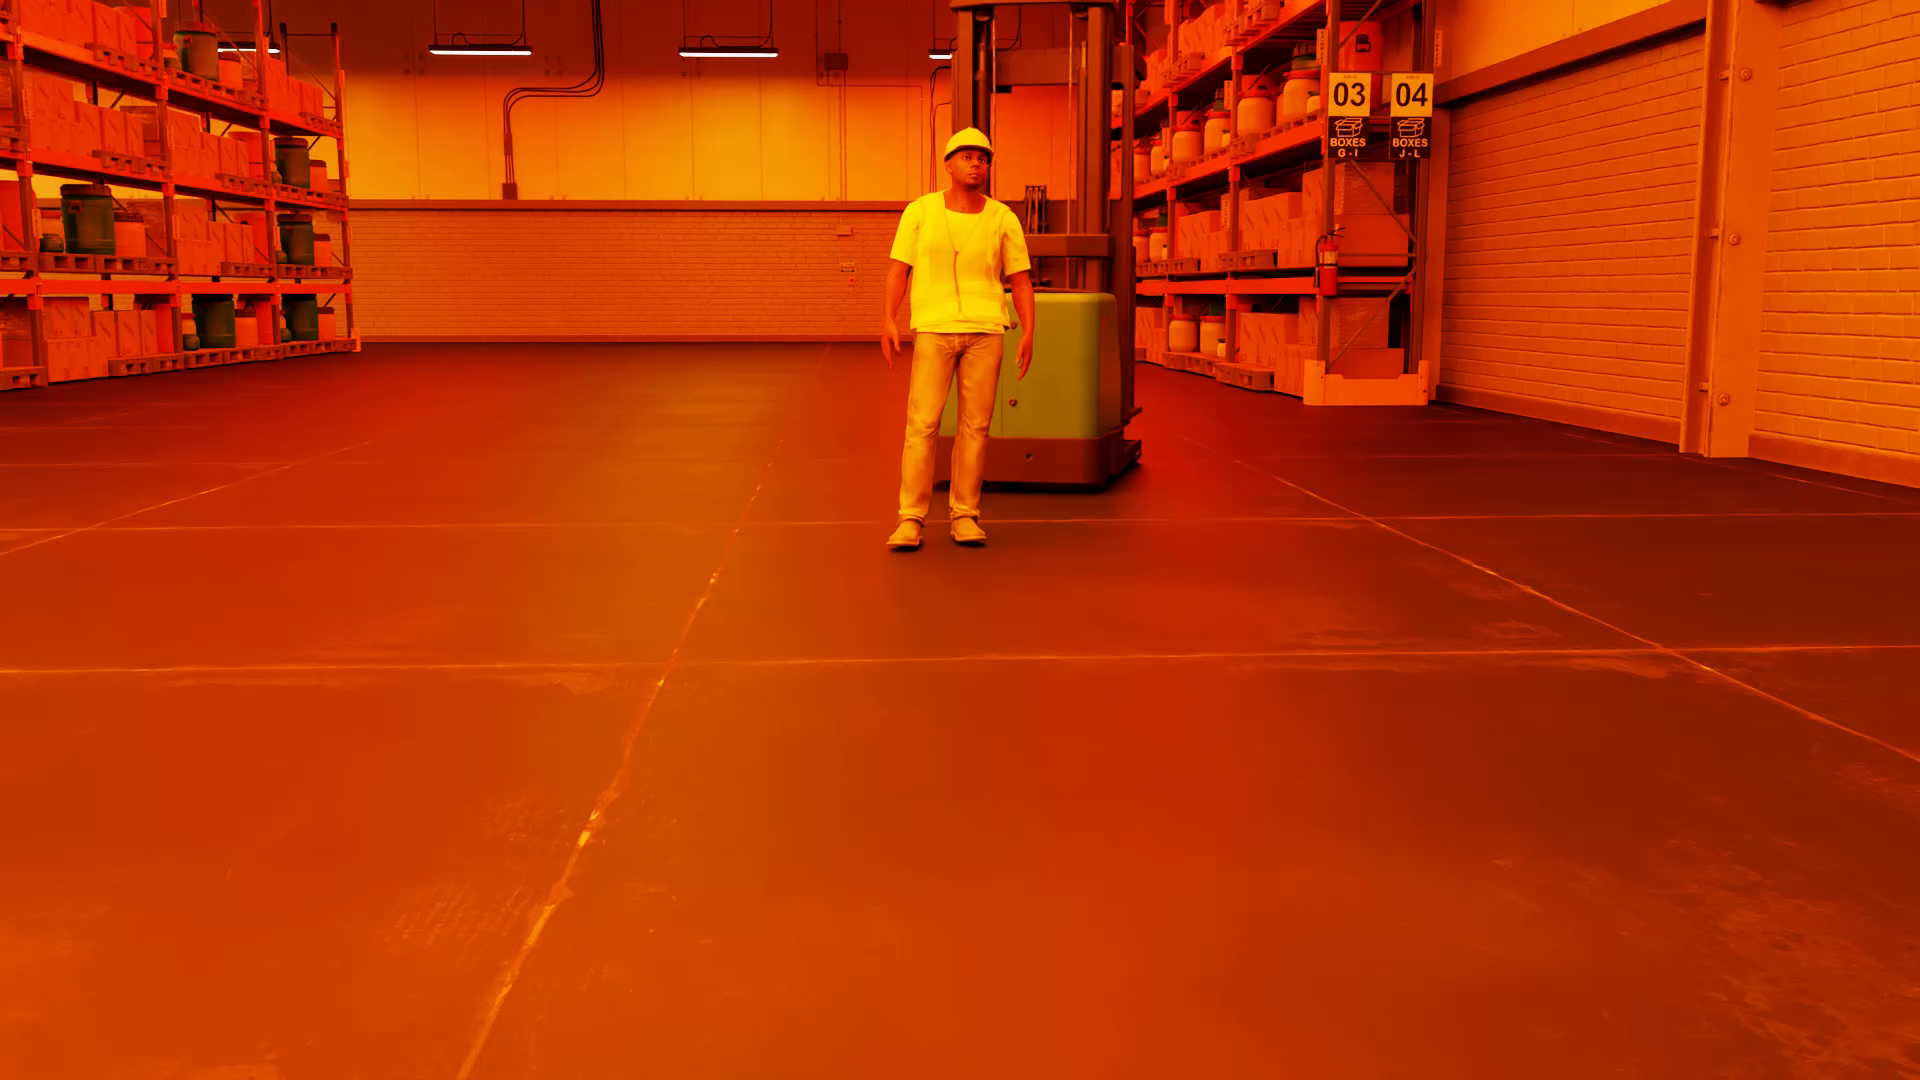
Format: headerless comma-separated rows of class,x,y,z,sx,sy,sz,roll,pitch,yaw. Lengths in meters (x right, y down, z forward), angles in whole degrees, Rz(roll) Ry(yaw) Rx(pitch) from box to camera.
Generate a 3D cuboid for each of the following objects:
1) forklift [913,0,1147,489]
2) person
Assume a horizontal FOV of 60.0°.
forklift,0.542,-1.909,10.185,1.130,2.935,3.031,2,9,12
person,-0.002,-0.871,7.110,0.665,1.765,0.577,-1,8,-4
